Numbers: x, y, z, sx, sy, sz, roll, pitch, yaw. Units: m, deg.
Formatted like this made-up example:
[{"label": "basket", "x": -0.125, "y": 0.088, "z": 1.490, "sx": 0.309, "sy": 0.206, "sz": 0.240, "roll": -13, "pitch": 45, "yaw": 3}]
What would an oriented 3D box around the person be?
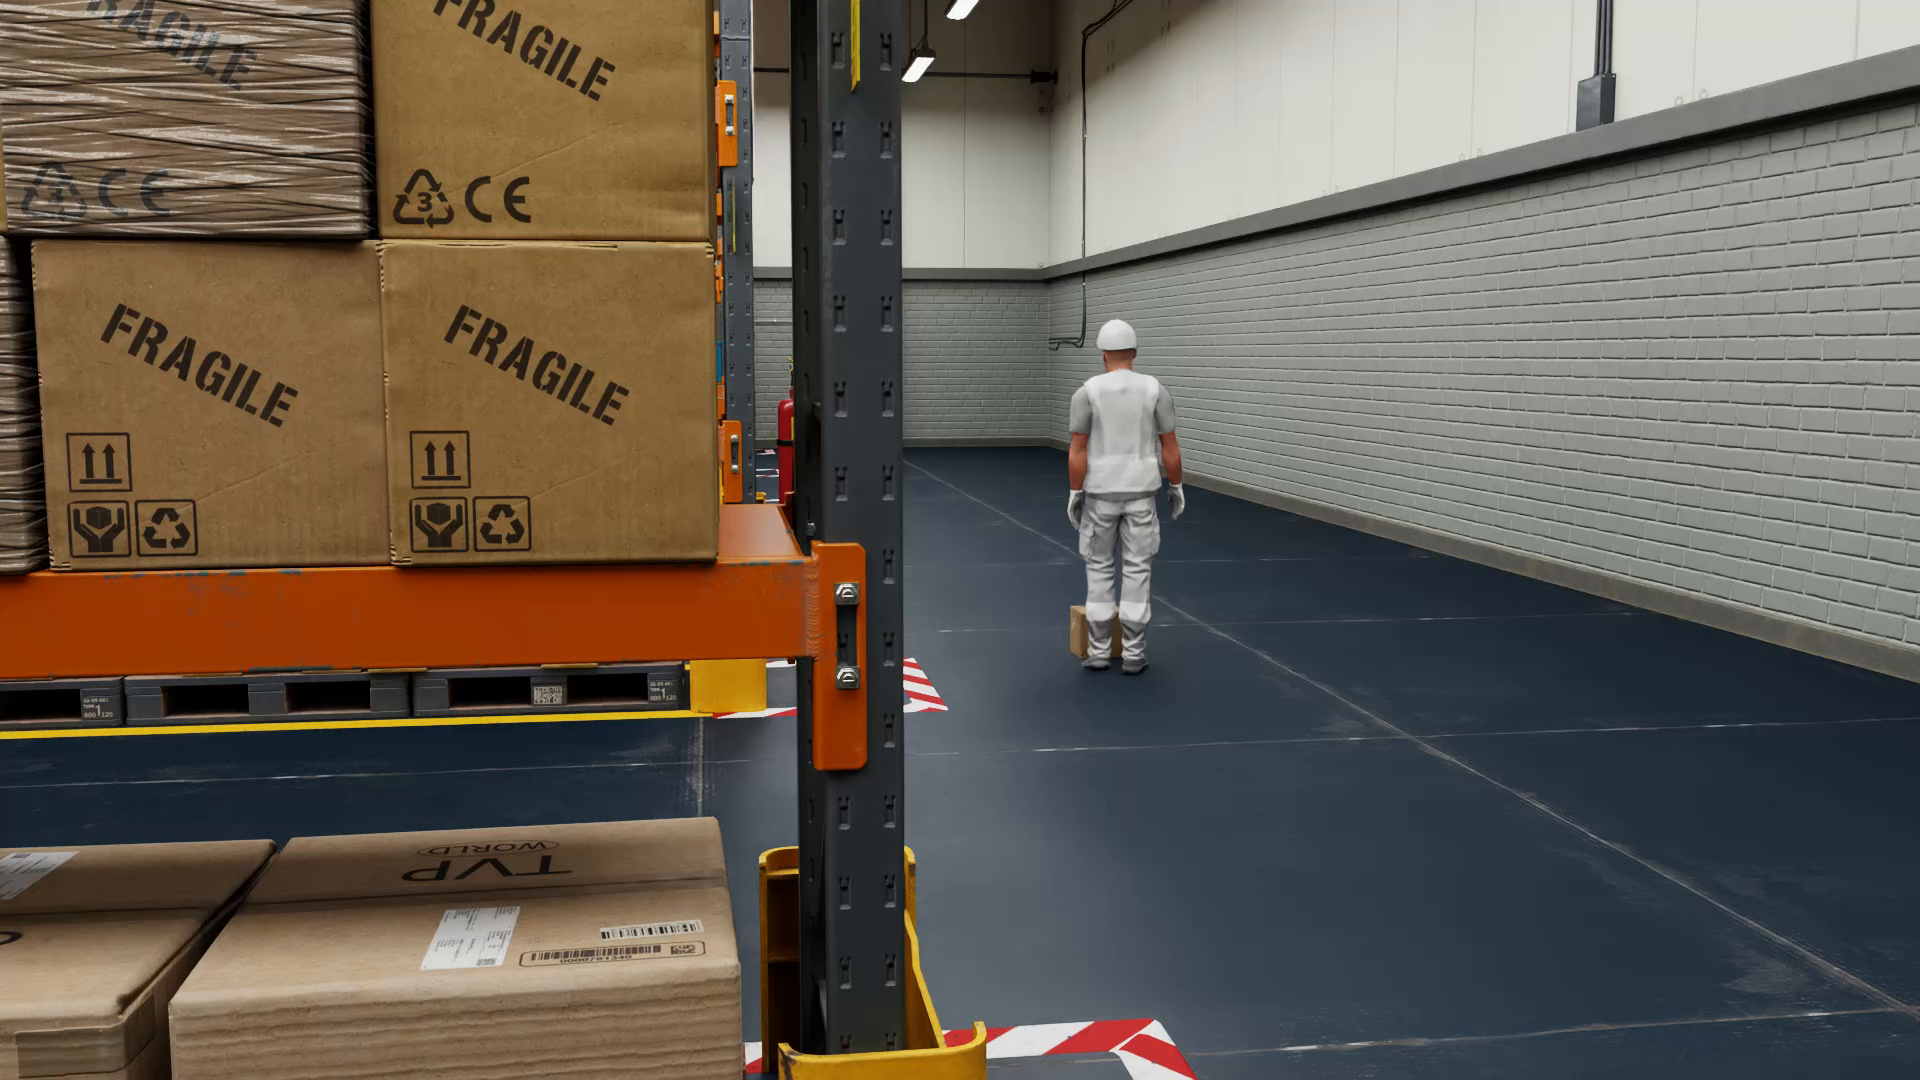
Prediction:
[{"label": "person", "x": 0.852, "y": -0.206, "z": 8.528, "sx": 0.609, "sy": 1.839, "sz": 0.448, "roll": 0, "pitch": 6, "yaw": 1}]
